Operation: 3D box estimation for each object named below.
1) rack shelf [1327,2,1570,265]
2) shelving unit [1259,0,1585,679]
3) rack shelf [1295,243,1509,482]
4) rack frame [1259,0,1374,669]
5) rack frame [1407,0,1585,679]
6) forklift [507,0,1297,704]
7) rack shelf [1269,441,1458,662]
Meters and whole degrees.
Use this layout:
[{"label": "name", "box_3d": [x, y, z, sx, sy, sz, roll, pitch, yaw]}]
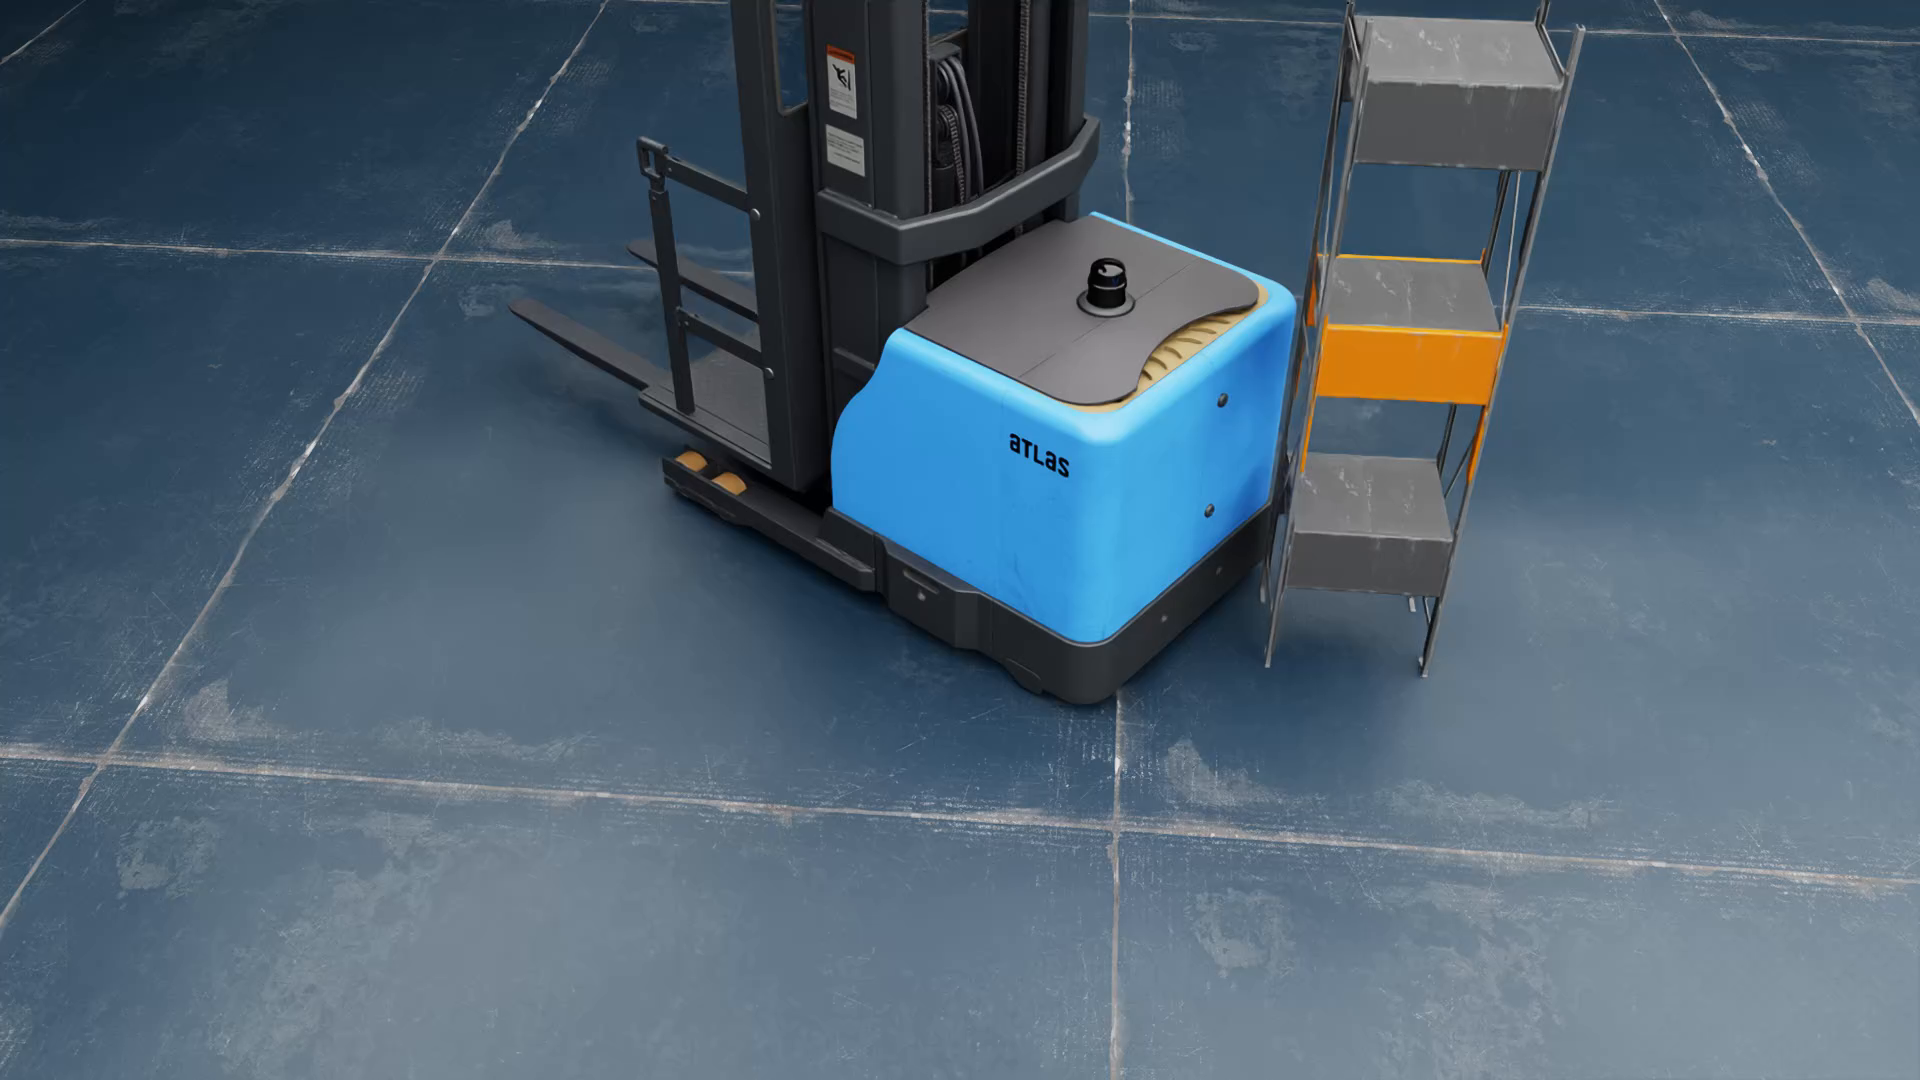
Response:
[{"label": "rack shelf", "box_3d": [1.232, -1.052, 4.291, 0.480, 0.518, 0.431, 3, 39, 4]}, {"label": "shelving unit", "box_3d": [1.232, -0.519, 4.725, 0.503, 2.100, 0.431, 3, 39, 4]}, {"label": "rack shelf", "box_3d": [1.232, -0.509, 4.733, 0.480, 0.518, 0.431, 3, 39, 4]}, {"label": "rack frame", "box_3d": [0.989, -0.534, 4.743, 0.015, 2.100, 0.400, 3, 39, 4]}, {"label": "rack frame", "box_3d": [1.475, -0.505, 4.707, 0.015, 2.100, 0.400, 3, 39, 4]}, {"label": "forklift", "box_3d": [-0.420, -1.431, 5.186, 3.031, 2.935, 1.130, 29, 47, 30]}, {"label": "rack shelf", "box_3d": [1.232, 0.034, 5.175, 0.480, 0.518, 0.431, 3, 39, 4]}]
